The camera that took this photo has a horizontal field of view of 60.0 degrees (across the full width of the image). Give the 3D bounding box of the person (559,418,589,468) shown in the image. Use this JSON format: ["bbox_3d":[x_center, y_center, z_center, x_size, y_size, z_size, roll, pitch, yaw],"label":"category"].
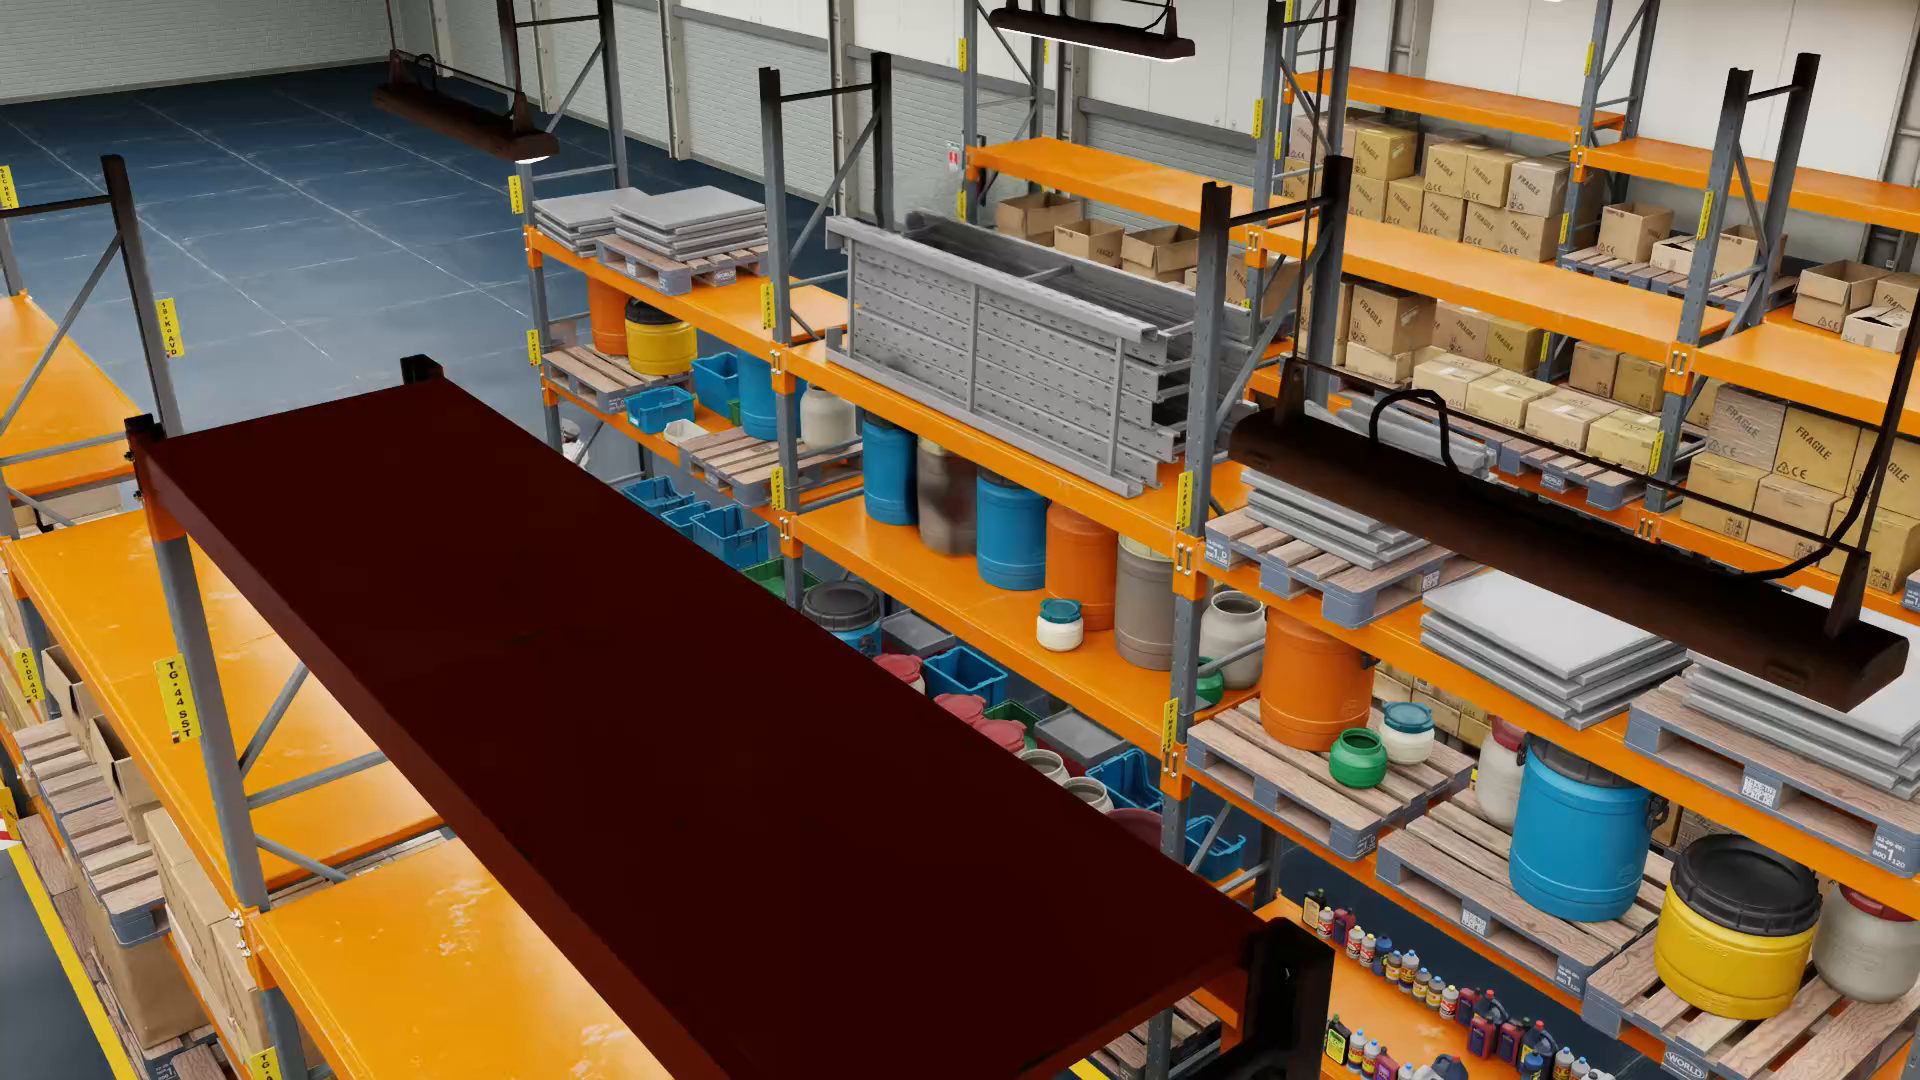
[{"bbox_3d":[-4.032,-0.498,17.426,0.632,1.680,0.636,2,26,3],"label":"person"}]

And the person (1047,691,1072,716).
[{"bbox_3d":[0.890,1.064,14.086,0.657,1.729,0.575,-22,34,-38],"label":"person"}]
